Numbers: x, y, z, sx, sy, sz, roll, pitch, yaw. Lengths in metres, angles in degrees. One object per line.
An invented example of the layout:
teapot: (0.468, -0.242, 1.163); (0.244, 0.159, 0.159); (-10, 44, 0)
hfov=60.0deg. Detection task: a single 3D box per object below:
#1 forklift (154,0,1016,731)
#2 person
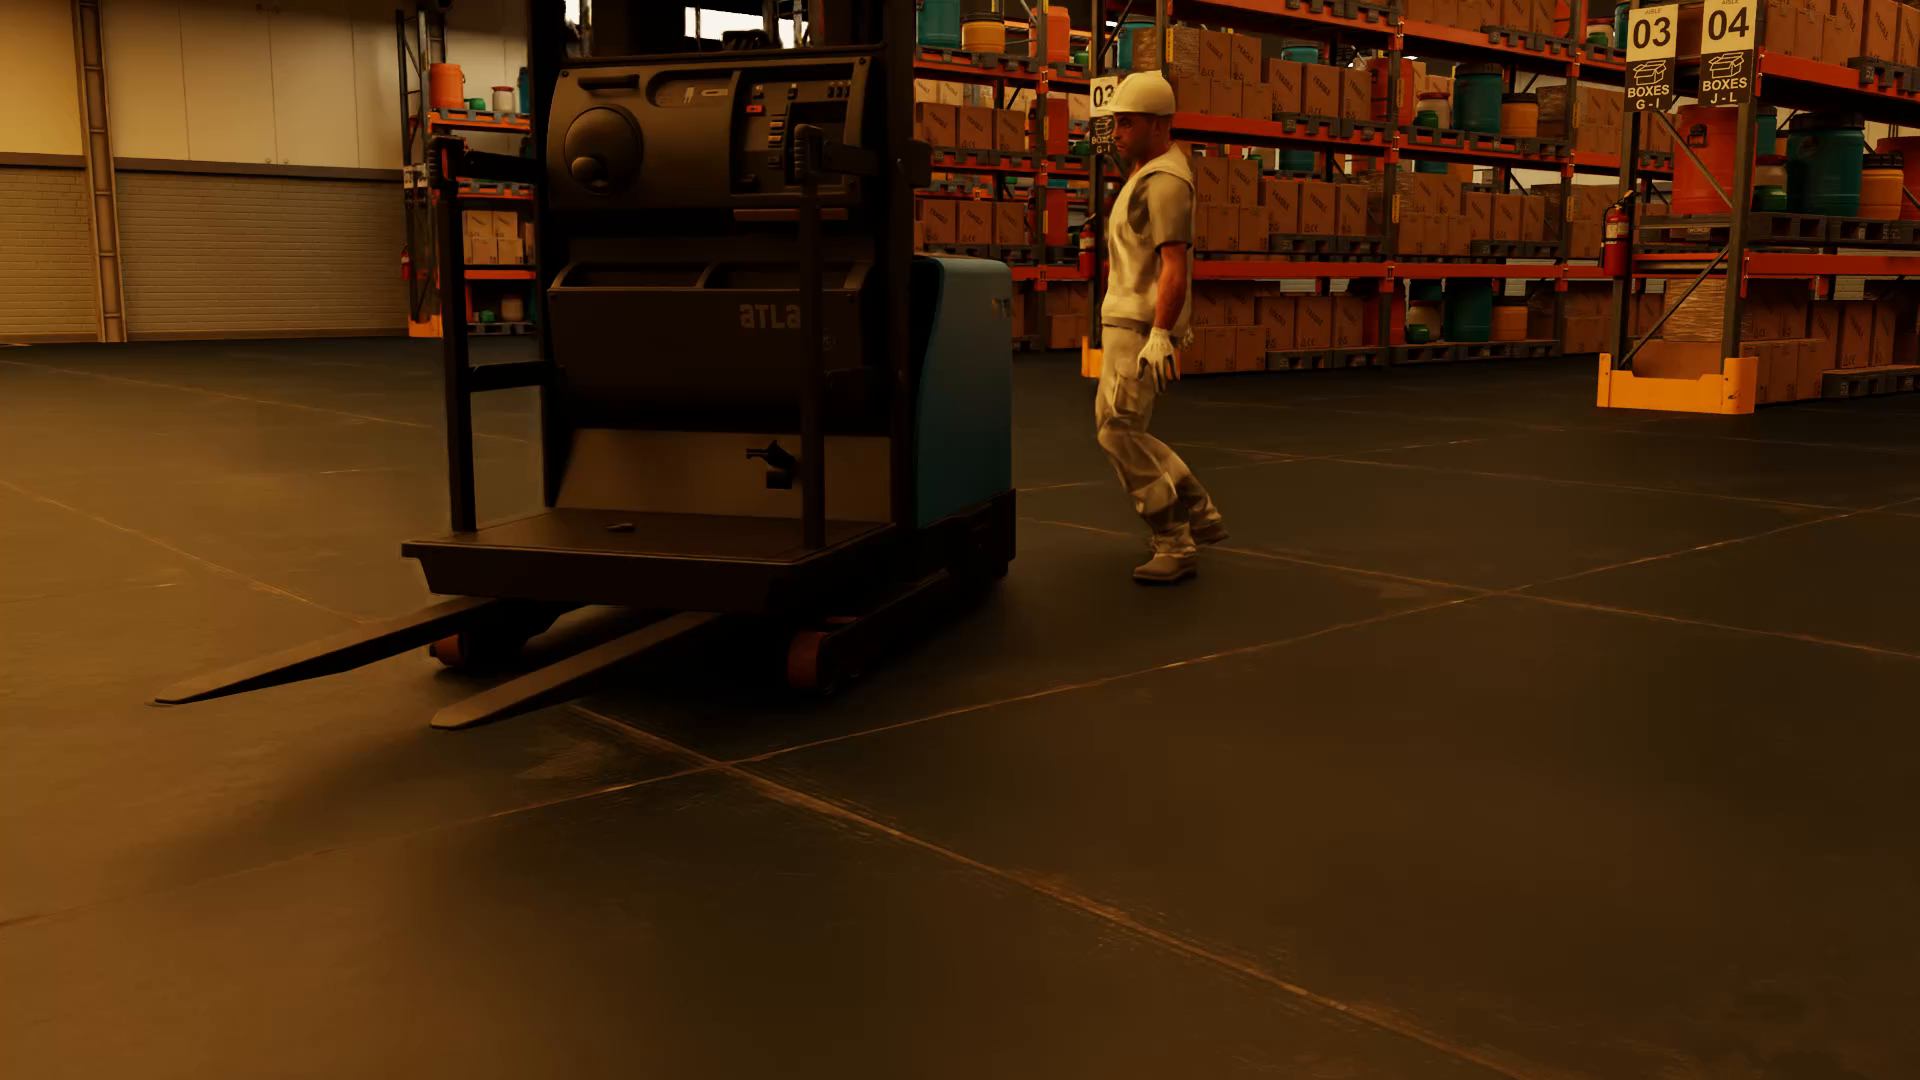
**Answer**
forklift: (-0.745, -1.133, 4.275); (1.130, 2.935, 3.031); (3, 9, 18)
person: (0.725, -0.757, 5.874); (0.496, 1.703, 0.895); (1, 9, 6)
